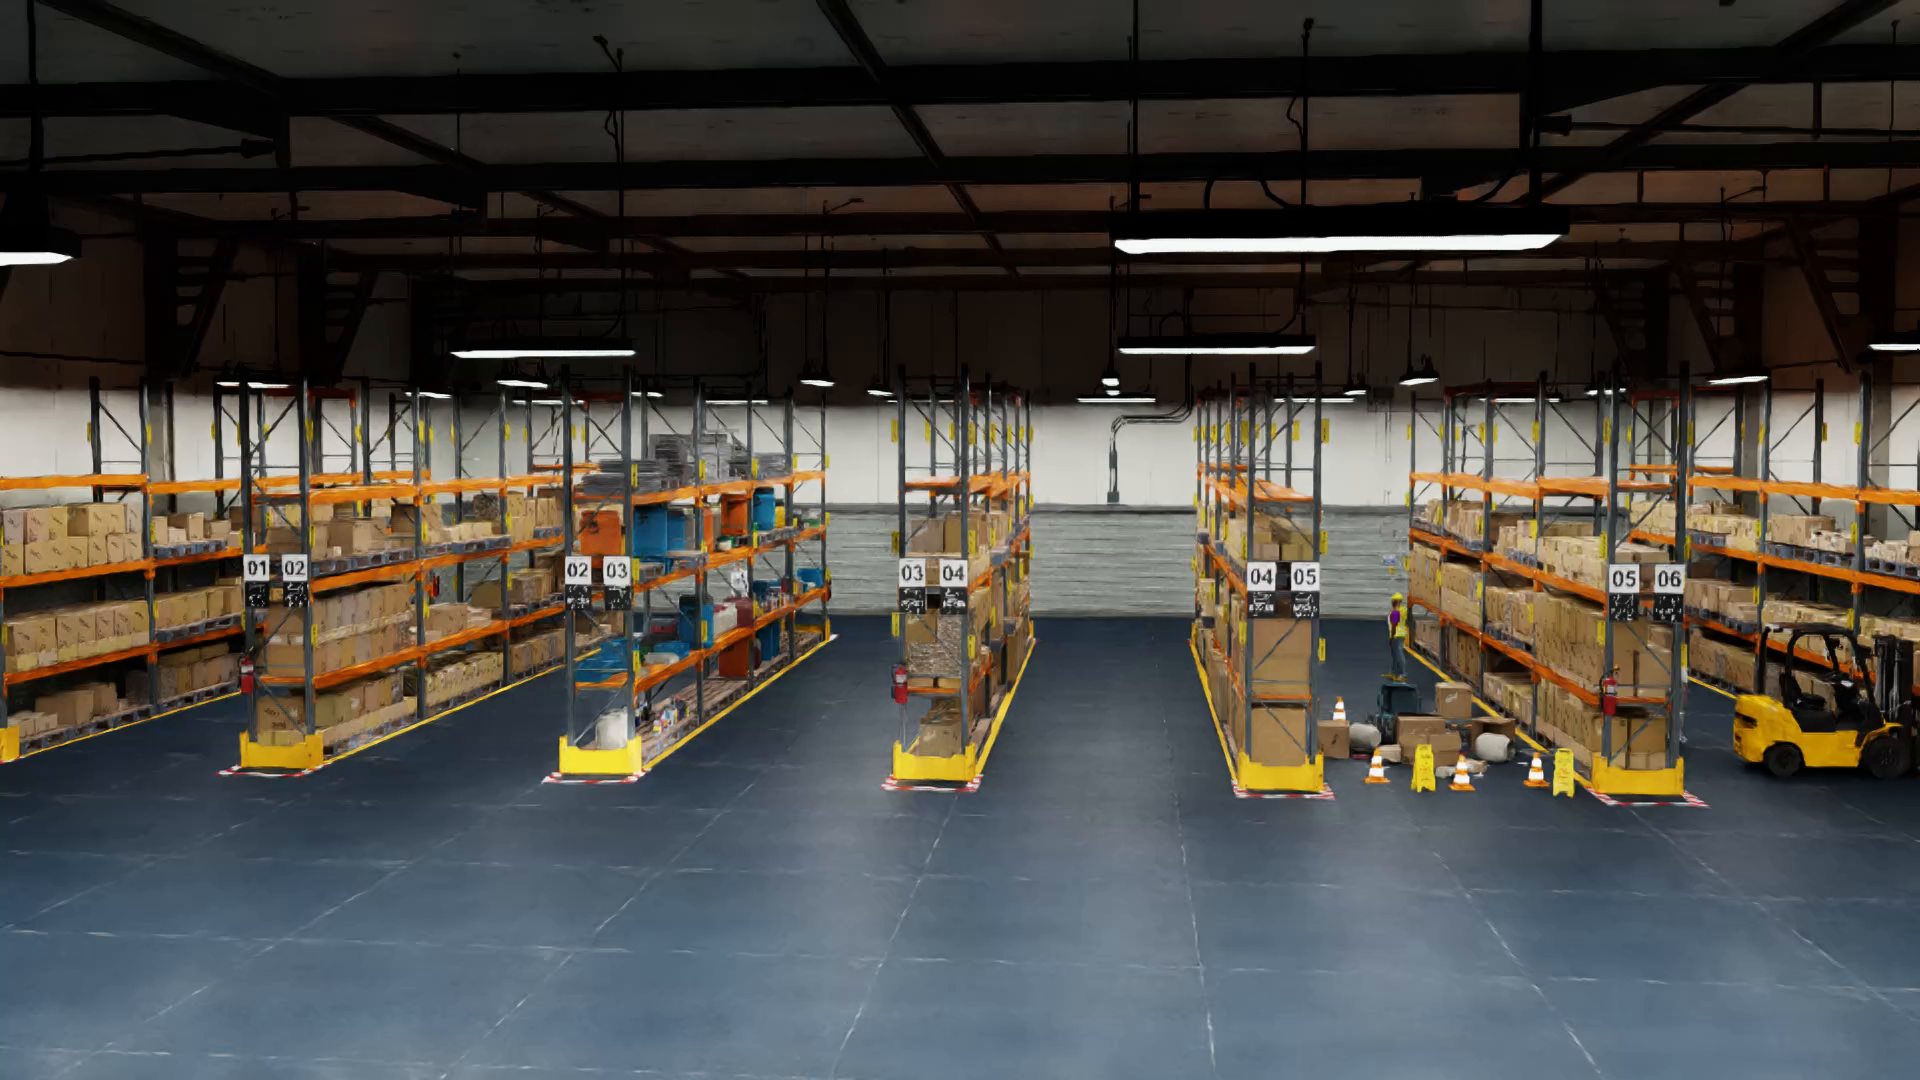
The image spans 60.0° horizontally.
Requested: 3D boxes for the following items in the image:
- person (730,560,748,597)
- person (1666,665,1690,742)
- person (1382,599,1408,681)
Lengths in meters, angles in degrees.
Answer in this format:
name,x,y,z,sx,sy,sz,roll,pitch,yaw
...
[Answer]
name,x,y,z,sx,sy,sz,roll,pitch,yaw
person,-5.960,1.311,44.873,0.495,1.587,1.086,0,4,8
person,11.717,2.477,27.144,0.346,1.642,0.482,-2,4,-23
person,8.822,1.963,33.688,0.591,1.727,0.685,2,4,26
